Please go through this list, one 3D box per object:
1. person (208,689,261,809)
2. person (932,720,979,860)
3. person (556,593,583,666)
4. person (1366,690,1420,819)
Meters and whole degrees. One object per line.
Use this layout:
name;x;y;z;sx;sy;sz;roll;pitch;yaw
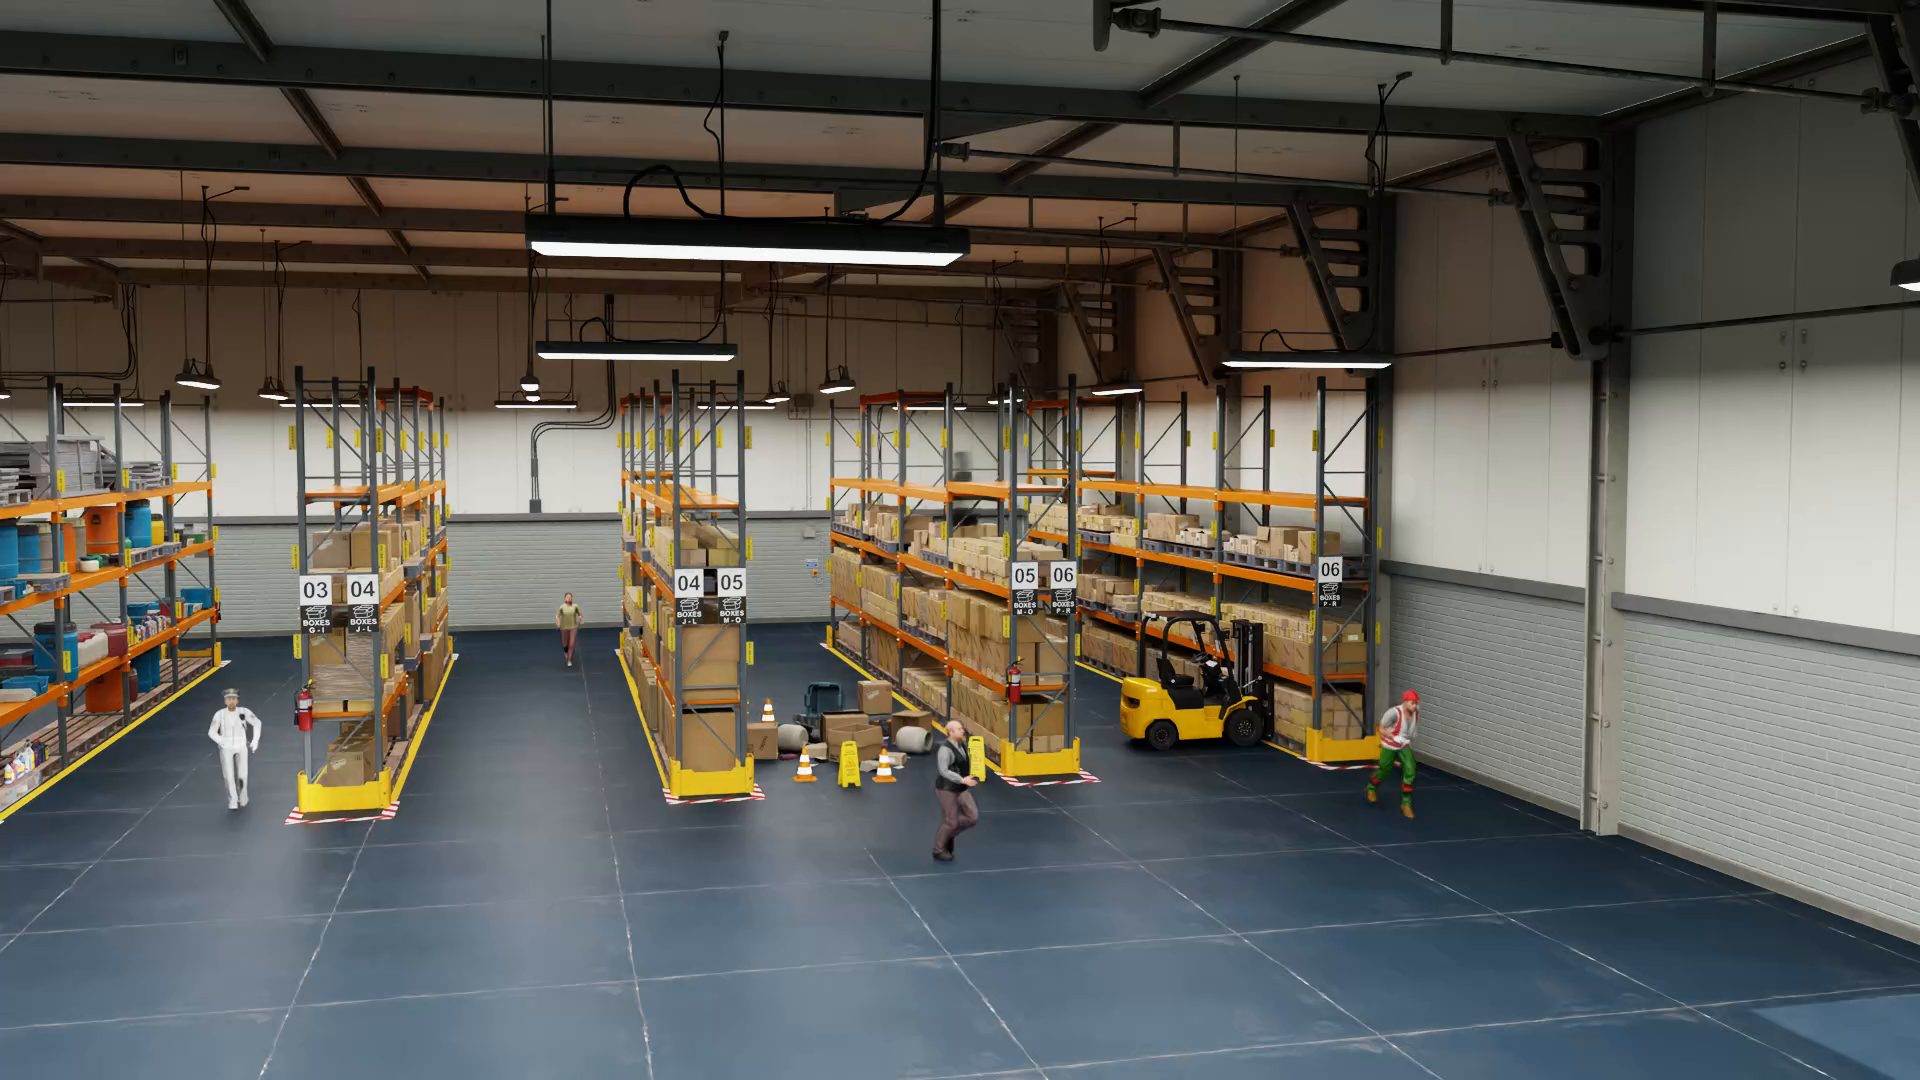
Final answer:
person;-9.787;2.822;22.456;0.655;1.649;0.562;-1;4;-23
person;-0.036;2.979;19.792;0.662;1.673;0.640;2;4;30
person;-8.713;1.980;37.104;0.591;1.629;0.657;-1;4;-14
person;5.846;2.835;22.437;0.704;1.731;1.057;-2;4;-24
